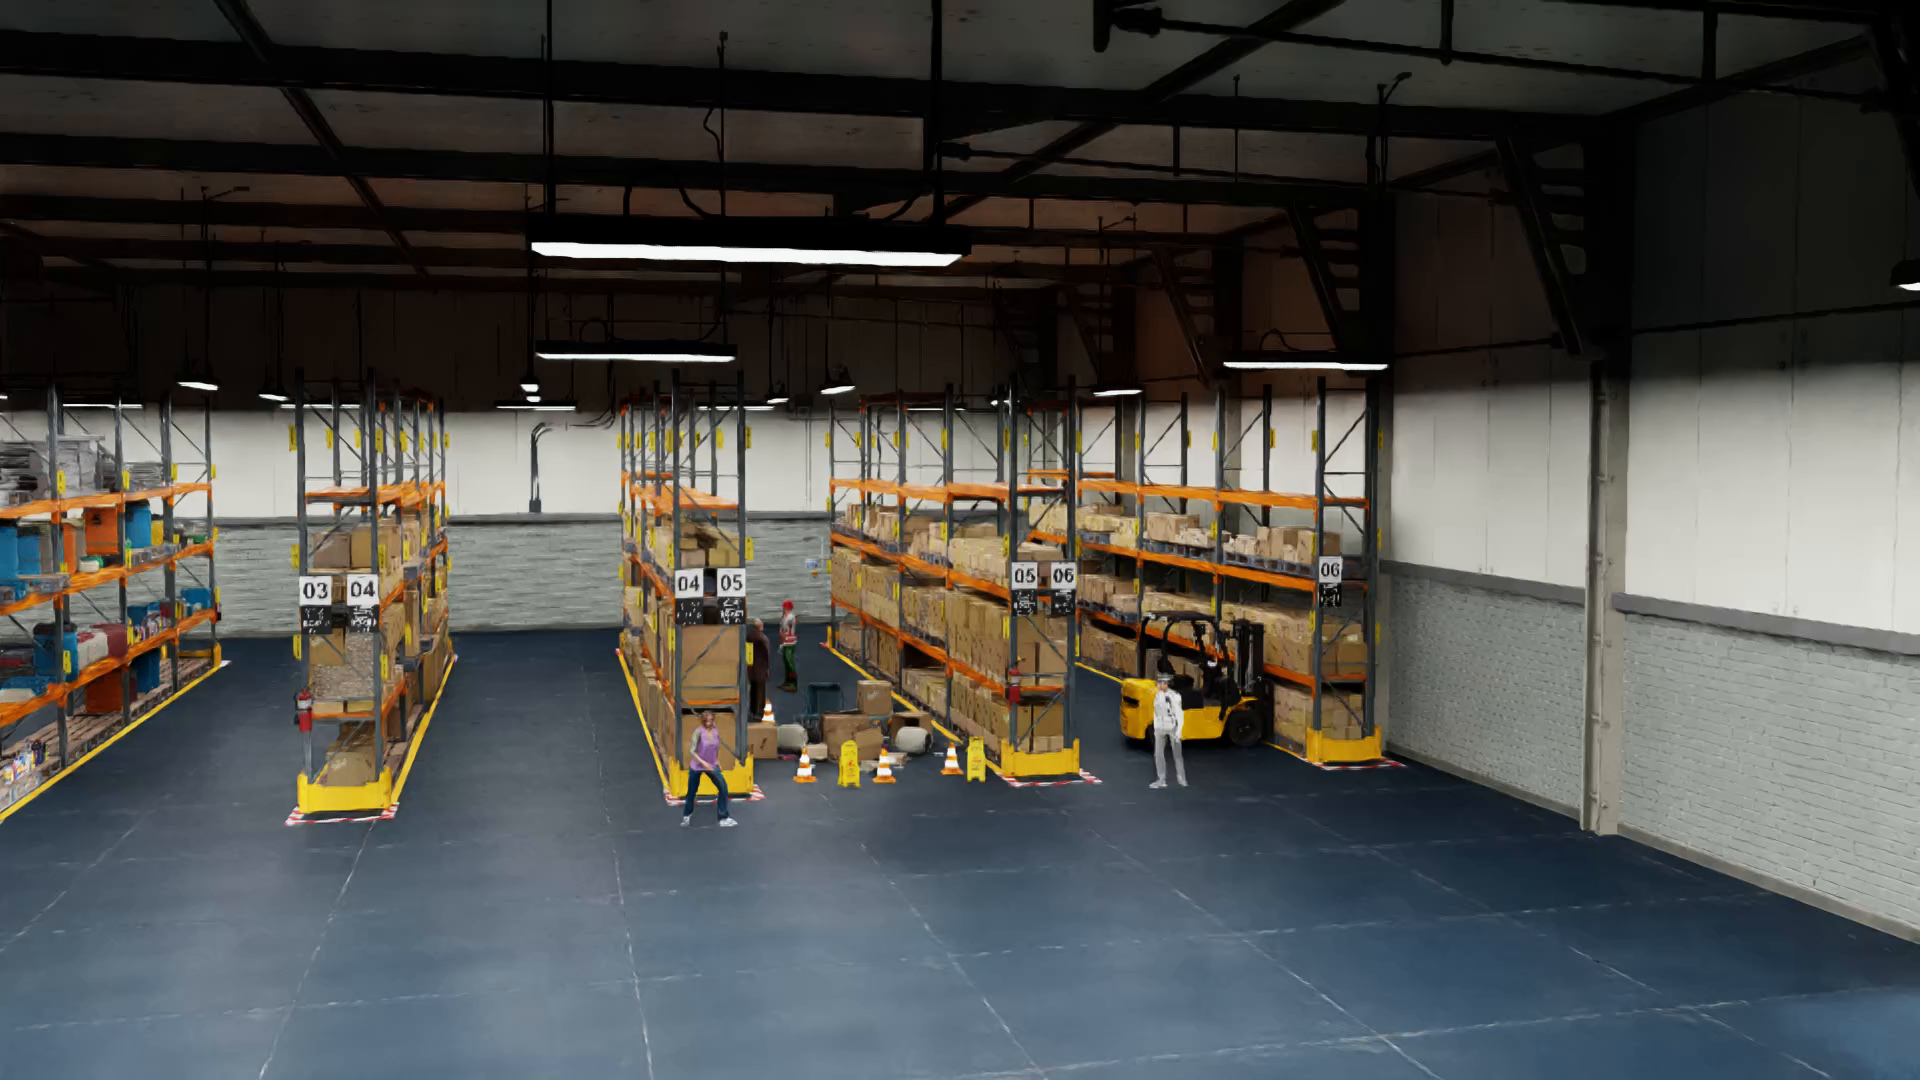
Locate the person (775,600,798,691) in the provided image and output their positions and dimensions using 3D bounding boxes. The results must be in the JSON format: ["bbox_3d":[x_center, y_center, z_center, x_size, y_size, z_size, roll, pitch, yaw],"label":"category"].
[{"bbox_3d":[-3.484,2.103,33.409,0.547,1.785,0.646,1,4,13],"label":"person"}]

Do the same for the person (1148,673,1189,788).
[{"bbox_3d":[3.025,2.742,24.056,0.520,1.667,0.550,3,4,40],"label":"person"}]

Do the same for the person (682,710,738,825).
[{"bbox_3d":[-3.296,2.940,21.556,0.572,1.533,0.755,-2,4,-35],"label":"person"}]

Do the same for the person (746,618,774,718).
[{"bbox_3d":[-3.601,2.304,30.031,0.504,1.788,0.640,-3,5,-44],"label":"person"}]
